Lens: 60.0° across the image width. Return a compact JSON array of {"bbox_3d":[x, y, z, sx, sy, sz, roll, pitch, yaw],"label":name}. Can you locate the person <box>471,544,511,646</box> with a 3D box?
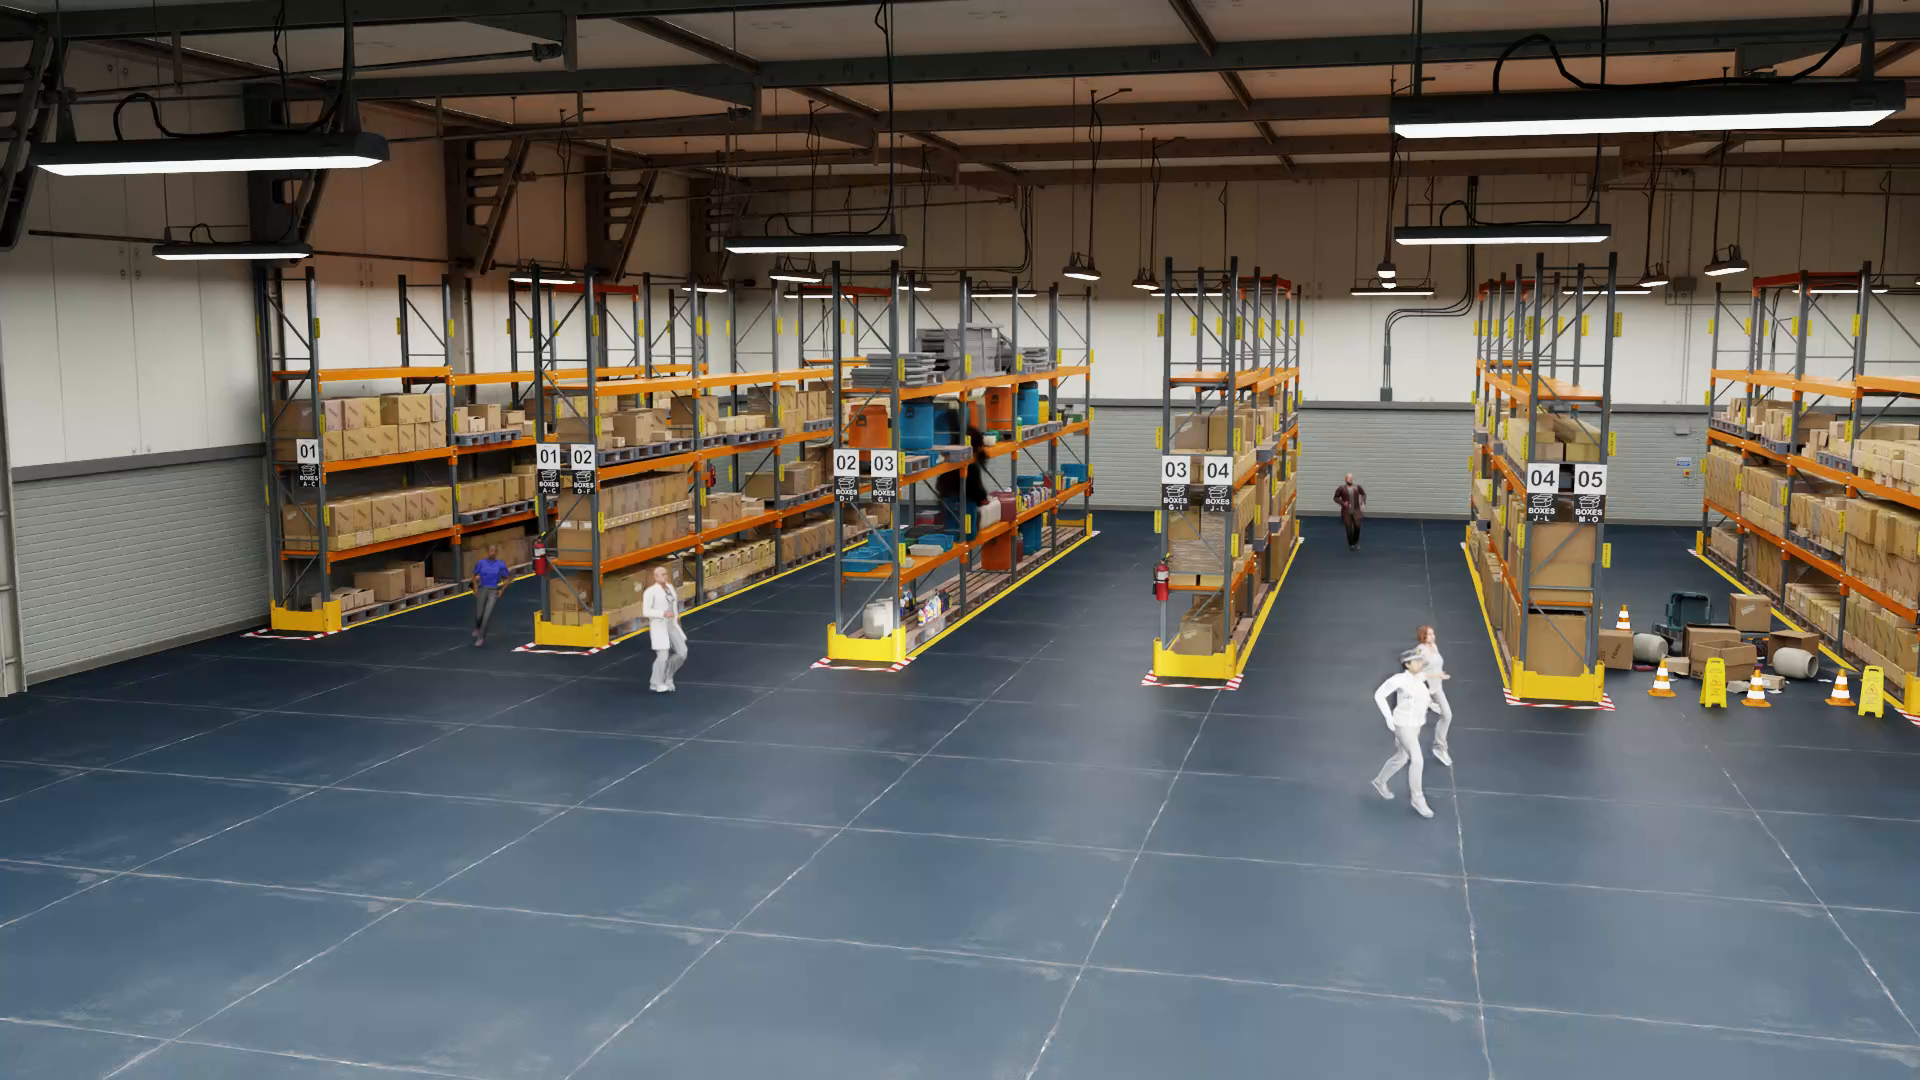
[{"bbox_3d":[-7.495,0.859,26.526,0.649,1.610,0.555,-1,7,-11],"label":"person"}]

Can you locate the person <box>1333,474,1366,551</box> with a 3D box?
[{"bbox_3d":[8.798,-0.622,37.519,0.742,1.750,0.589,0,7,4],"label":"person"}]

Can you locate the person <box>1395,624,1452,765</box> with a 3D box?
[{"bbox_3d":[5.422,1.781,19.366,0.538,1.615,0.733,-5,9,-35],"label":"person"}]

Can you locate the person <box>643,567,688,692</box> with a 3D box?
[{"bbox_3d":[-4.015,1.242,22.841,0.691,1.751,0.687,6,10,40],"label":"person"}]

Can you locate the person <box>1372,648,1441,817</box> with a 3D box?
[{"bbox_3d":[4.682,1.964,17.411,0.605,1.729,0.794,-7,10,-42],"label":"person"}]
